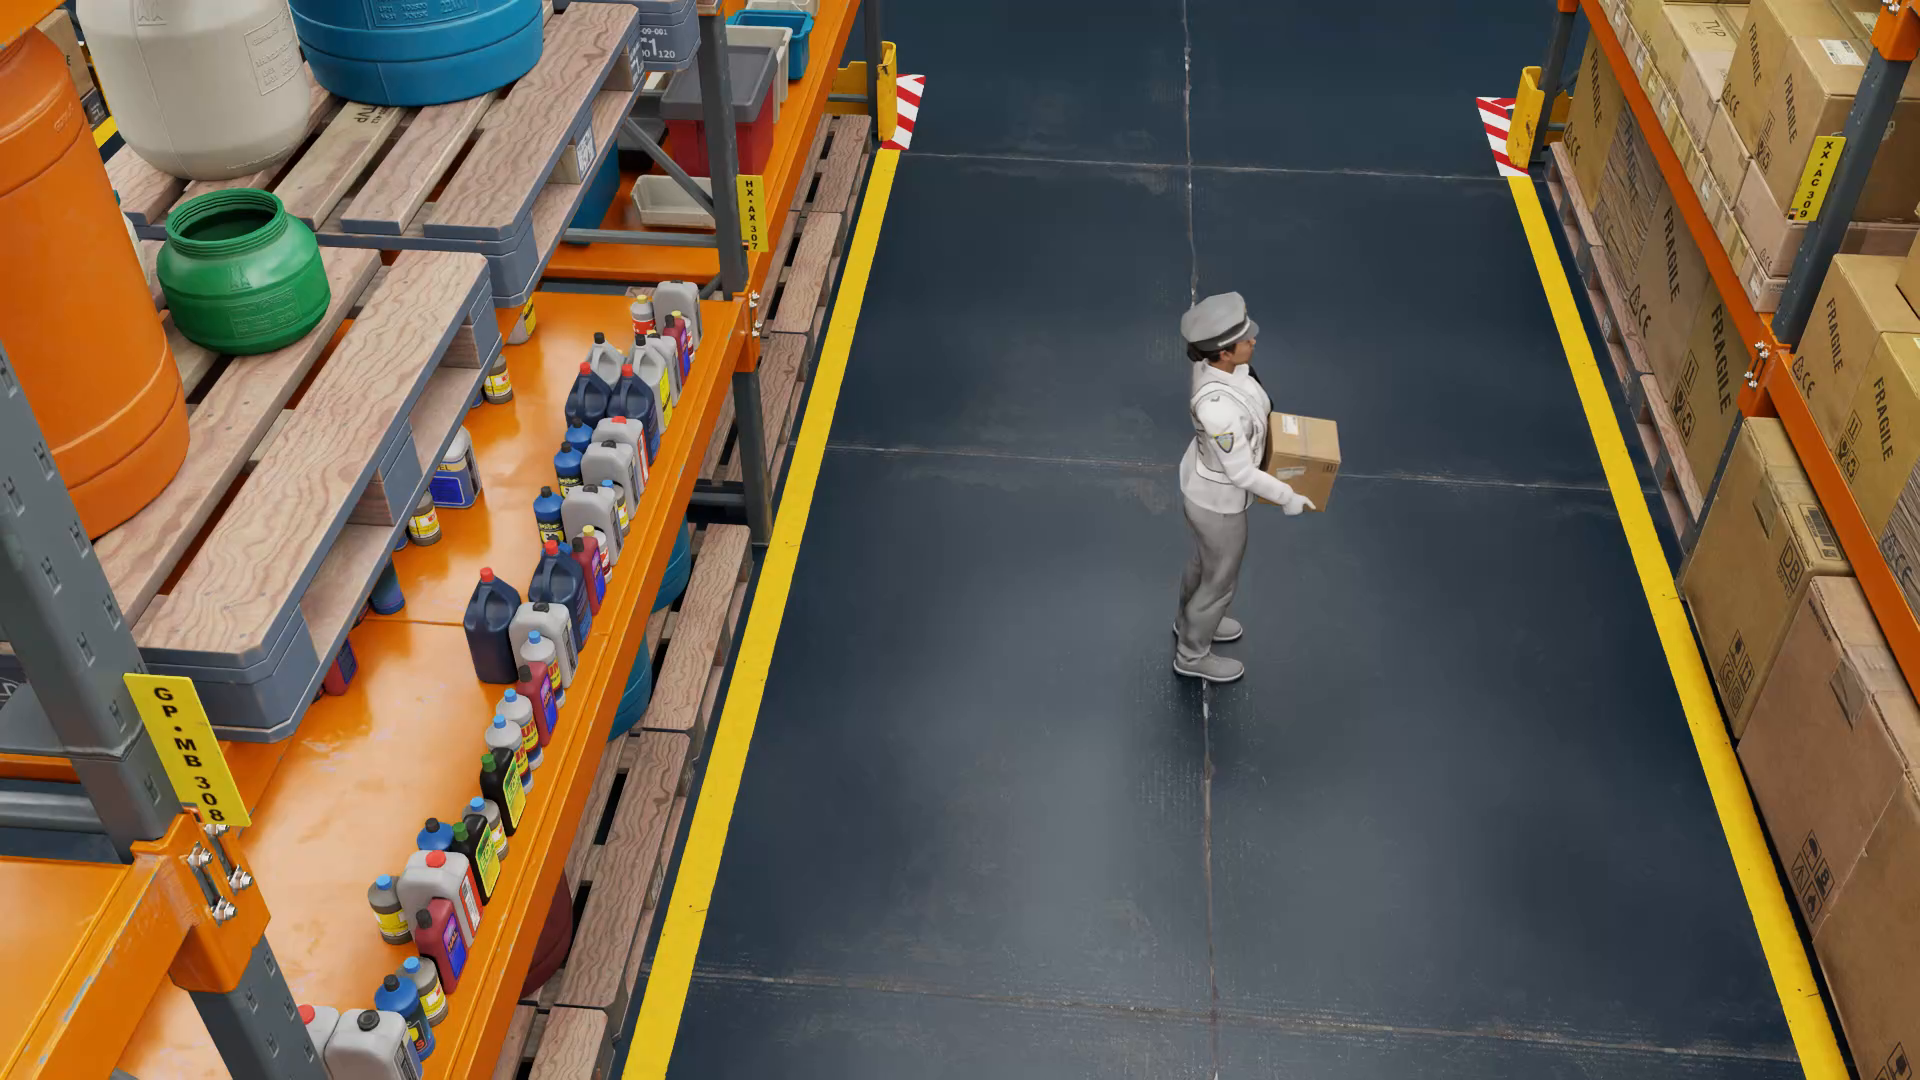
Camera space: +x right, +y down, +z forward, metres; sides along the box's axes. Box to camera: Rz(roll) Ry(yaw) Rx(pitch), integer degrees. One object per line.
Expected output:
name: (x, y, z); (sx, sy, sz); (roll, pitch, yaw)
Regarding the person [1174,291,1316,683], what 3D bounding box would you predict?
person: (1.060, -0.181, 6.351); (0.556, 1.686, 0.459); (4, 40, 4)
